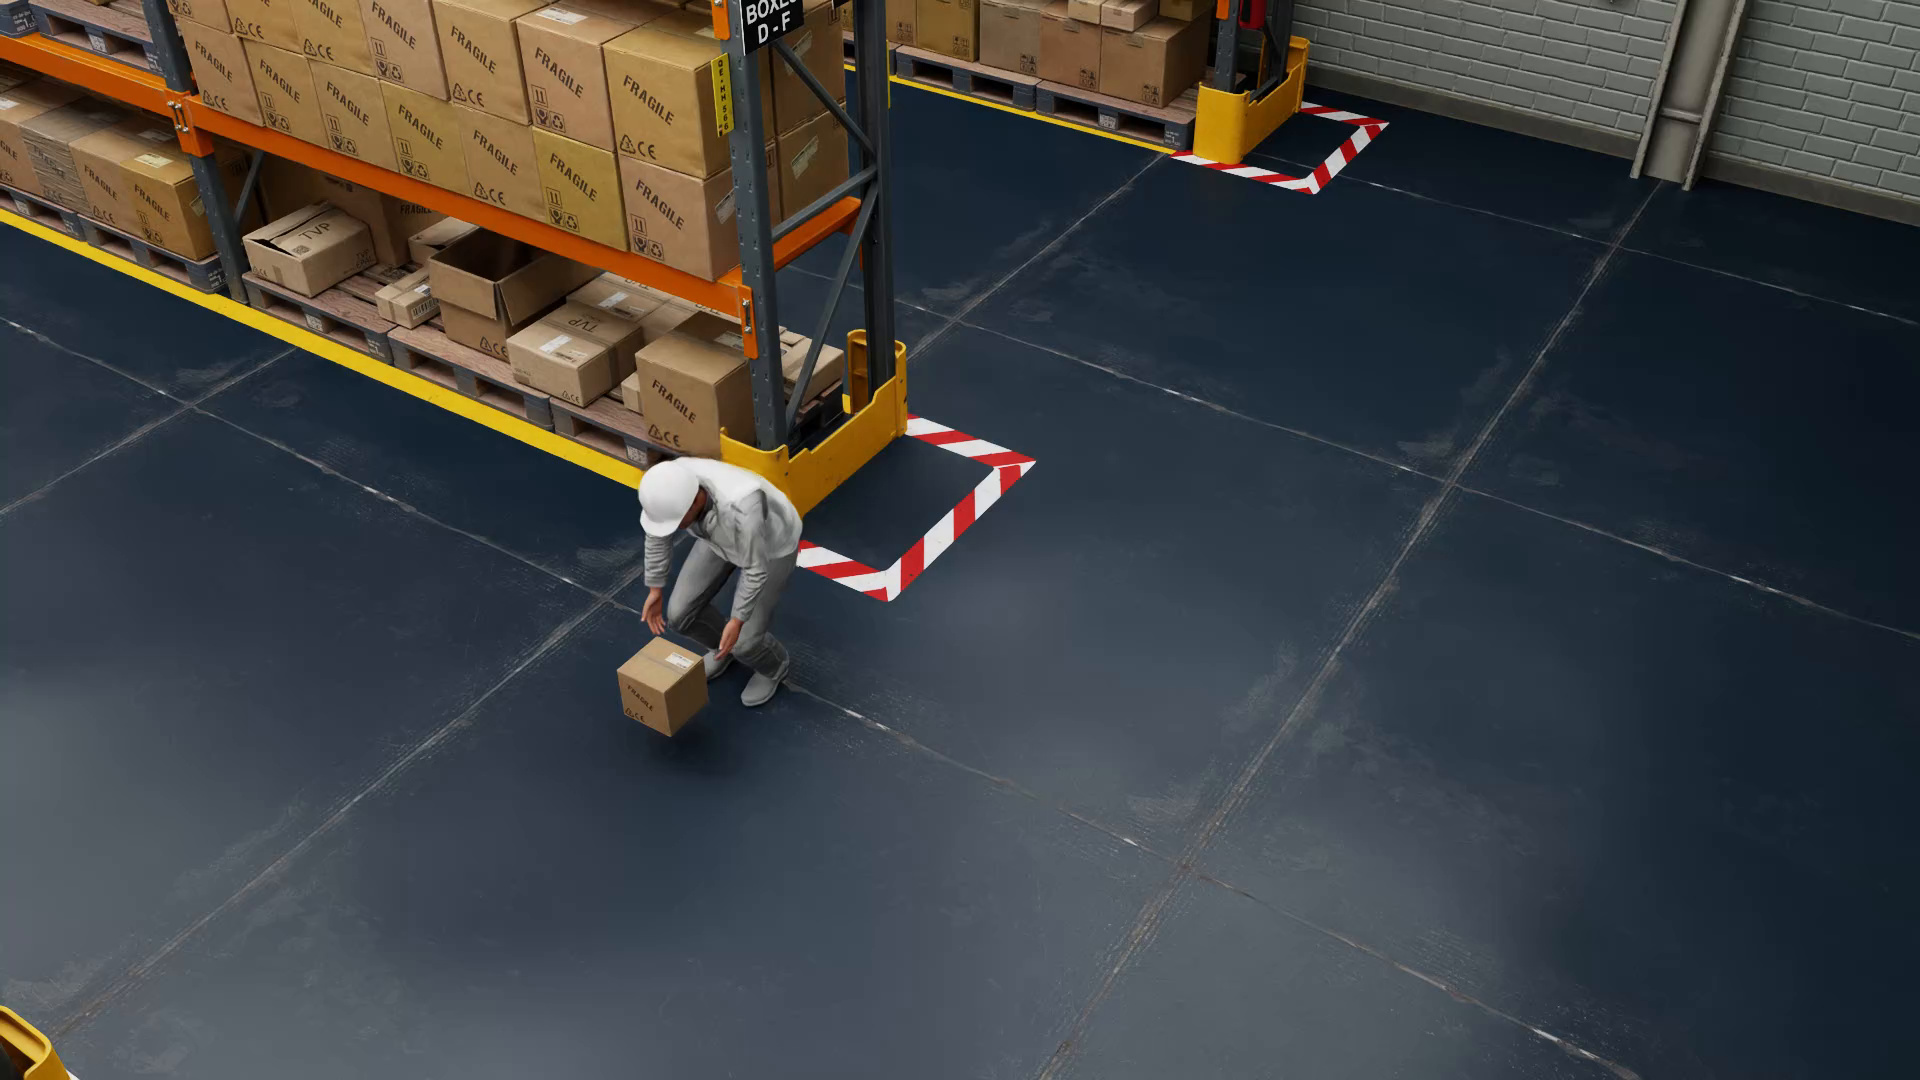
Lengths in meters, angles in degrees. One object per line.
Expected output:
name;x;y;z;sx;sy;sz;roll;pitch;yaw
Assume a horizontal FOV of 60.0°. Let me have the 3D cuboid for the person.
person;-0.968;0.115;6.848;0.590;1.363;0.797;22;43;25
